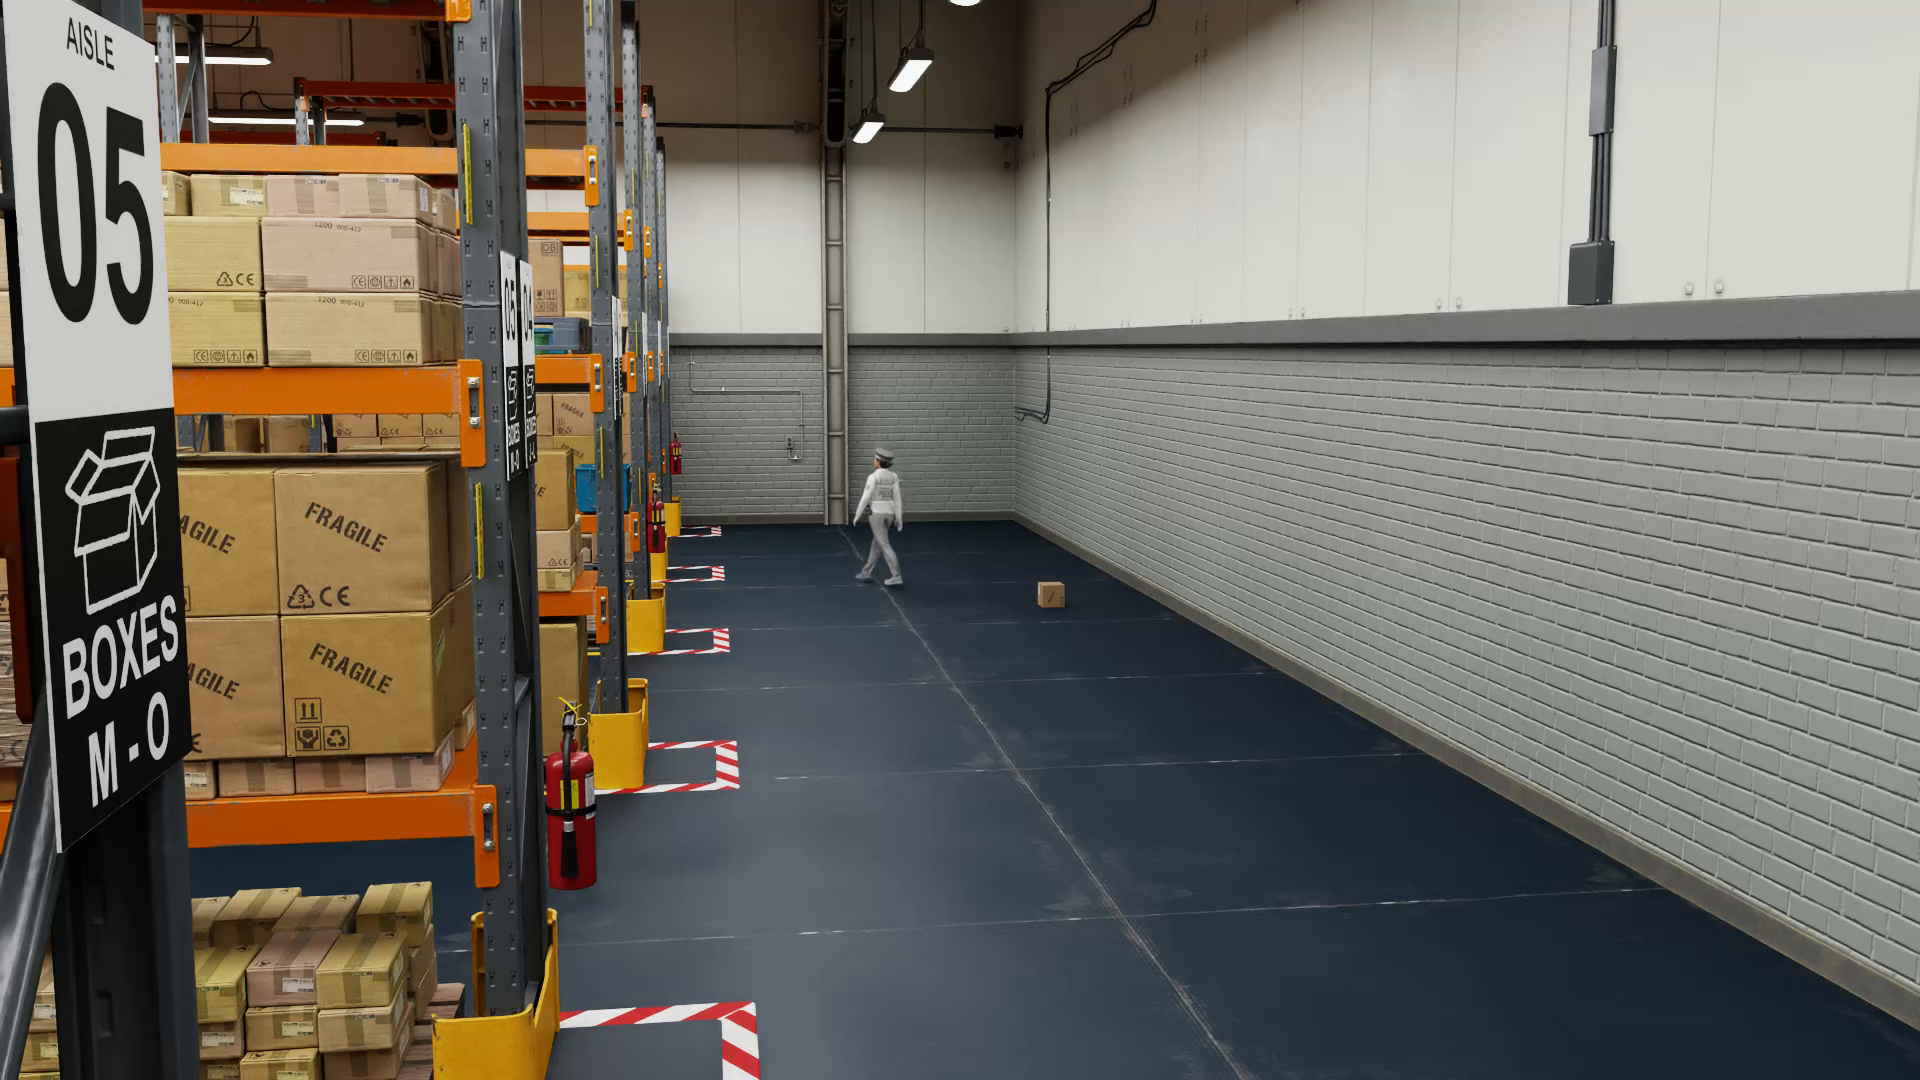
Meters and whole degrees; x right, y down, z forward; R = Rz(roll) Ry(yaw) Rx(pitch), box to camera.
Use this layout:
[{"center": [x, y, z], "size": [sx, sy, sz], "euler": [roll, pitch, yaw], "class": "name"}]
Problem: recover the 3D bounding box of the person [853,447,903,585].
[{"center": [-1.029, -0.300, 20.074], "size": [0.937, 1.636, 0.517], "euler": [6, 9, 42], "class": "person"}]
